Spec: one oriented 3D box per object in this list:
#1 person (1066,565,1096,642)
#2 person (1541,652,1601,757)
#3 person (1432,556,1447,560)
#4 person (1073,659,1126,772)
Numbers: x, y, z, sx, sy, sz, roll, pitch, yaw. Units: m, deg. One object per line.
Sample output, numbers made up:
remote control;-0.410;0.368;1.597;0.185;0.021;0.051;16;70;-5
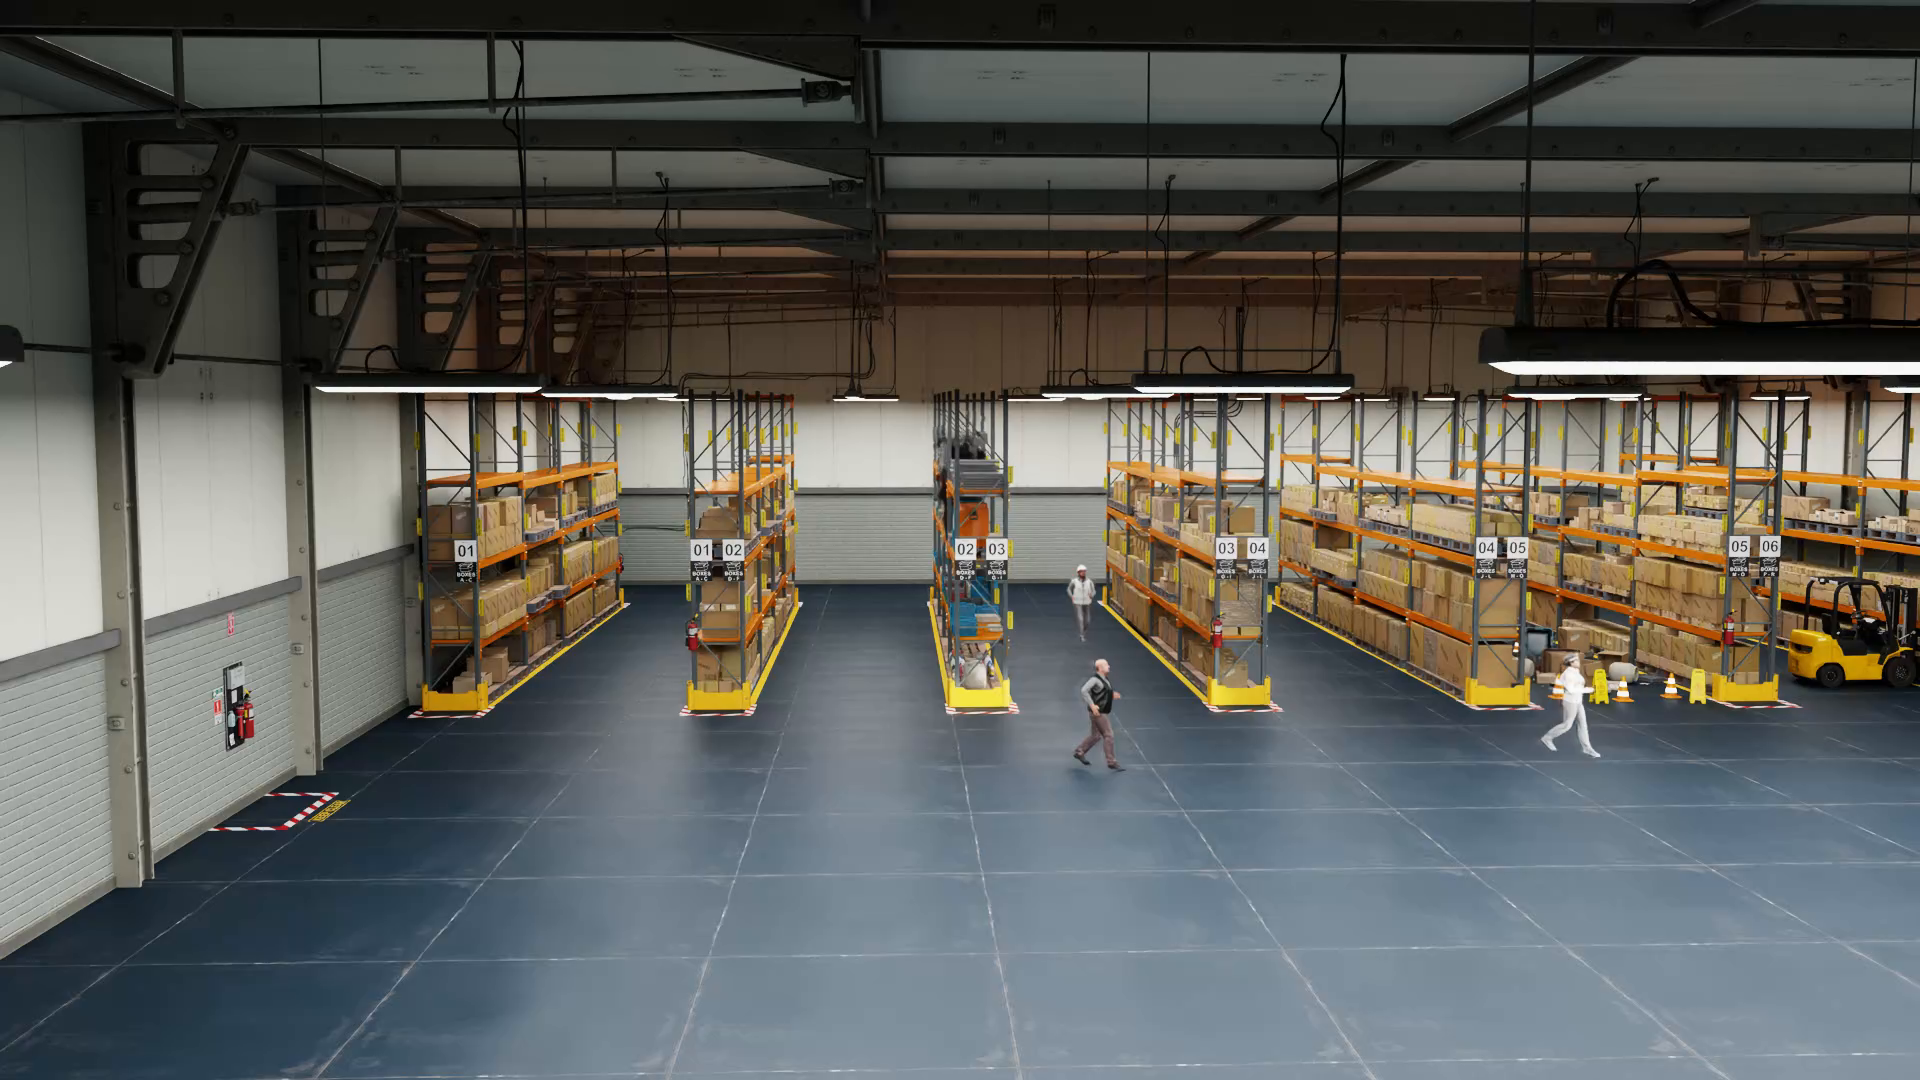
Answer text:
person;2.793;1.460;38.137;0.667;1.756;0.717;-1;5;-8
person;9.937;2.653;27.001;0.920;1.701;0.612;3;5;32
person;14.329;0.866;49.369;0.767;1.739;0.837;1;5;14
person;2.190;2.720;26.002;0.879;1.733;0.657;1;5;17
